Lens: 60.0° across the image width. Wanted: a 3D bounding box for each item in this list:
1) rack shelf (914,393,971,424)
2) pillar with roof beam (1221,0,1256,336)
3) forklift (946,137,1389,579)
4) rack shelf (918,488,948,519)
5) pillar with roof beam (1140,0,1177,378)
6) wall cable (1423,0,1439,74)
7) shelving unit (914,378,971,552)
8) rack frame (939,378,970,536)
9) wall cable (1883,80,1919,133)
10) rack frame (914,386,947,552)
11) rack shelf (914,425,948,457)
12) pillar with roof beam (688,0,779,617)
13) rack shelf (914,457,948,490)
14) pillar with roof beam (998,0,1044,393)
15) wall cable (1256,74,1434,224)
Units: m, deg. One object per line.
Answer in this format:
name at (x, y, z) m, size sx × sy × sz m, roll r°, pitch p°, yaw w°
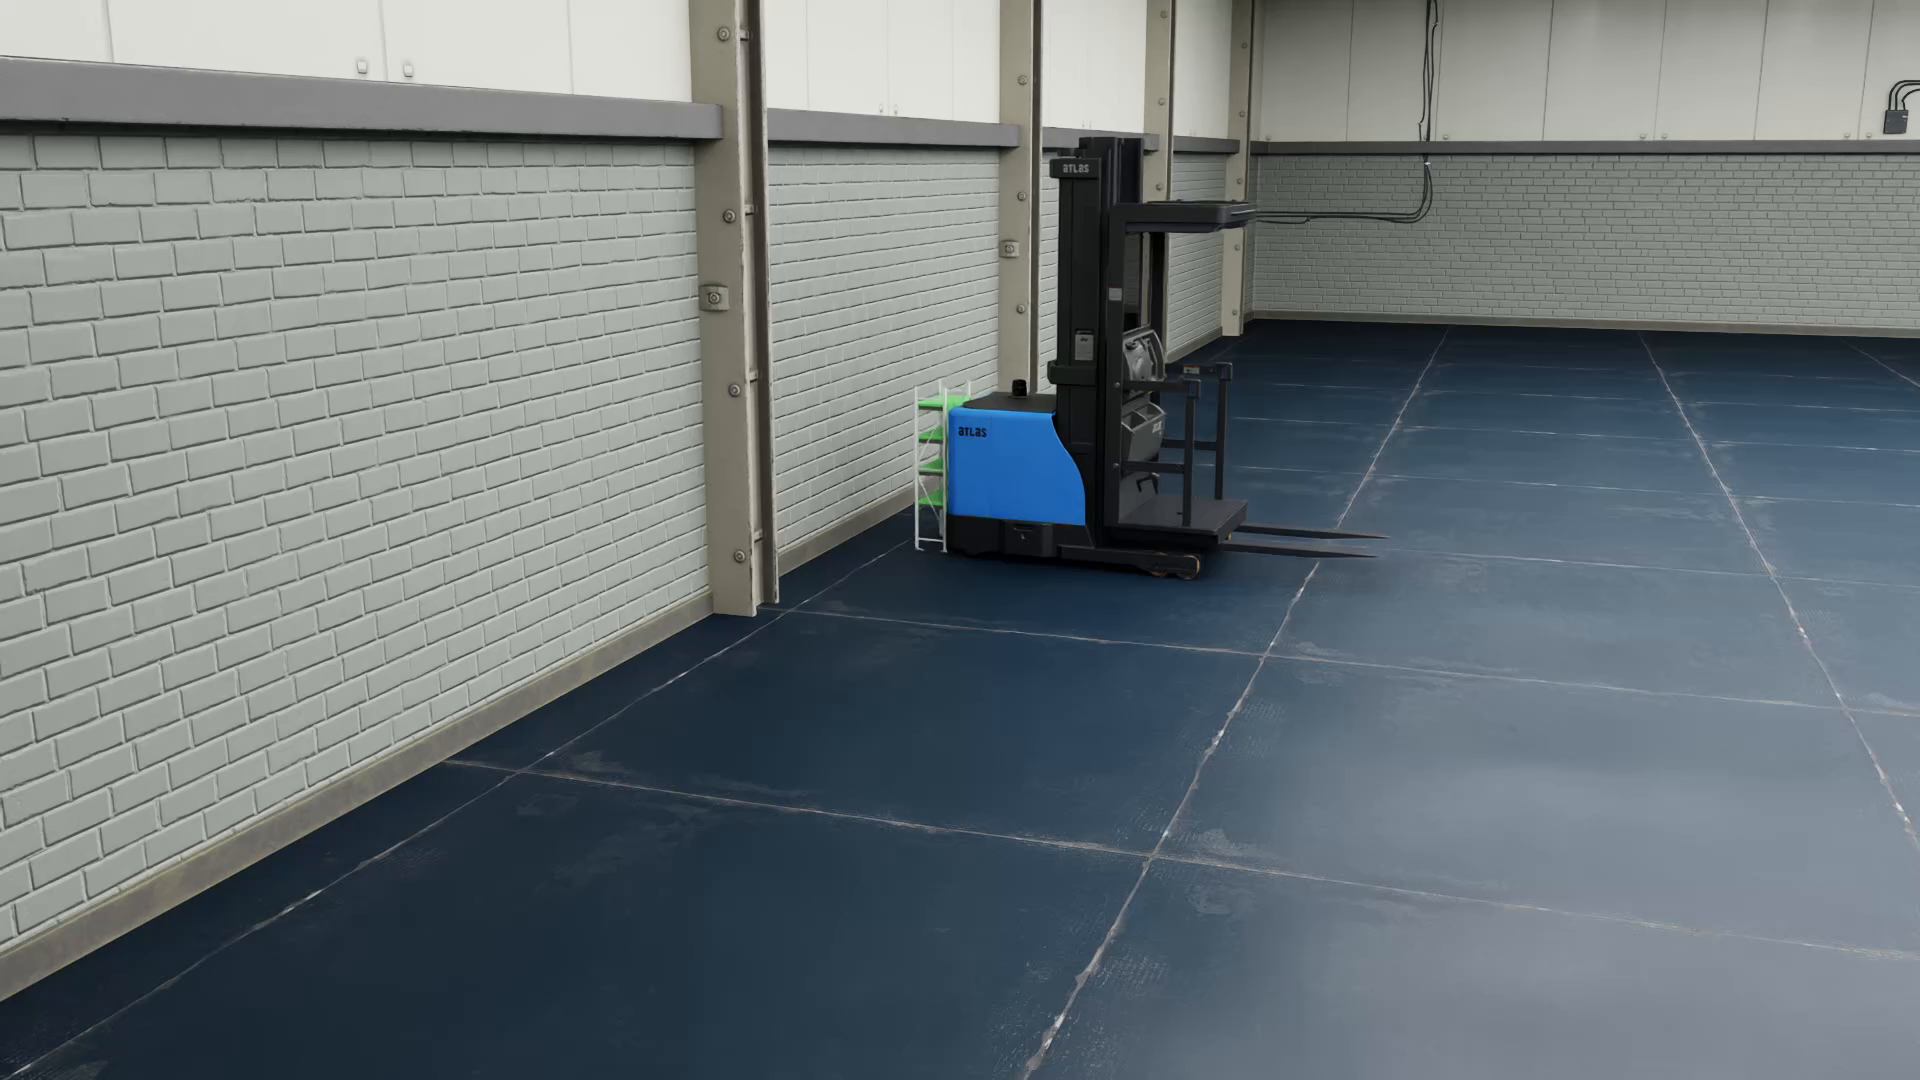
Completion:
rack shelf at (-0.126, -0.963, 12.139) m, size 0.258 × 0.148 × 0.480 m, roll 5°, pitch 14°, yaw 20°
pillar with roof beam at (8.521, -7.441, 24.866) m, size 9.100 × 9.000 × 0.400 m, roll 4°, pitch 14°, yaw 18°
forklift at (1.470, -1.296, 11.579) m, size 3.031 × 2.935 × 1.130 m, roll 5°, pitch 14°, yaw 21°
rack shelf at (-0.126, -0.261, 12.299) m, size 0.258 × 0.148 × 0.480 m, roll 5°, pitch 14°, yaw 20°
pillar with roof beam at (6.579, -6.178, 19.331) m, size 9.100 × 9.000 × 0.400 m, roll 4°, pitch 14°, yaw 18°
wall cable at (9.211, -9.030, 27.455) m, size 3.097 × 2.526 × 0.112 m, roll 4°, pitch 14°, yaw 18°
shelving unit at (-0.126, -0.557, 12.231) m, size 0.258 × 1.200 × 0.503 m, roll 5°, pitch 14°, yaw 20°
rack frame at (-0.040, -0.608, 12.454) m, size 0.240 × 1.200 × 0.015 m, roll 5°, pitch 14°, yaw 20°
wall cable at (15.629, -9.247, 25.137) m, size 2.305 × 6.003 × 0.169 m, roll 4°, pitch 14°, yaw 18°
rack frame at (-0.212, -0.506, 12.009) m, size 0.240 × 1.200 × 0.015 m, roll 5°, pitch 14°, yaw 20°
rack shelf at (-0.126, -0.729, 12.192) m, size 0.258 × 0.148 × 0.480 m, roll 5°, pitch 14°, yaw 20°
pillar with roof beam at (2.697, -3.651, 8.261) m, size 9.100 × 9.000 × 0.400 m, roll 4°, pitch 14°, yaw 18°
rack shelf at (-0.126, -0.495, 12.246) m, size 0.258 × 0.148 × 0.480 m, roll 5°, pitch 14°, yaw 20°
pillar with roof beam at (4.638, -4.914, 13.796) m, size 9.100 × 9.000 × 0.400 m, roll 4°, pitch 14°, yaw 18°
wall cable at (6.652, -6.762, 28.870) m, size 3.097 × 2.526 × 0.112 m, roll 4°, pitch 14°, yaw 18°
